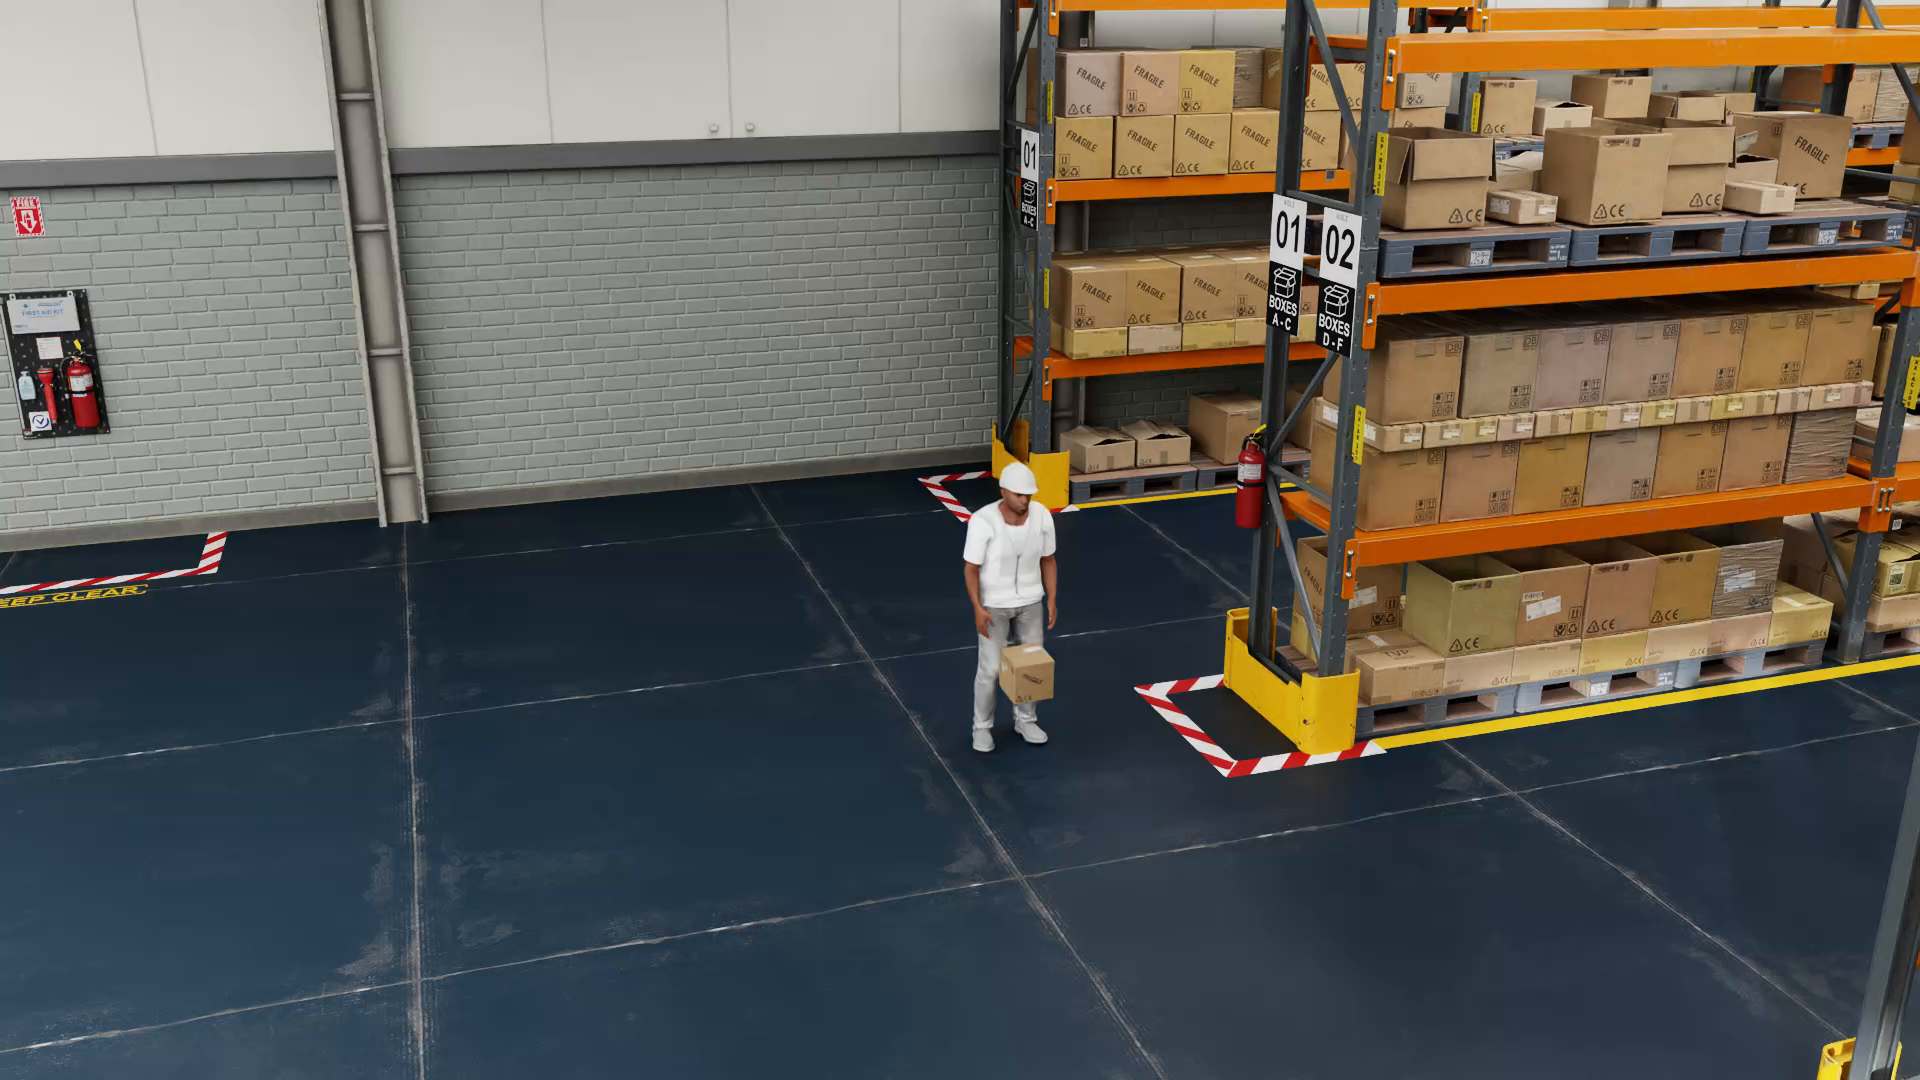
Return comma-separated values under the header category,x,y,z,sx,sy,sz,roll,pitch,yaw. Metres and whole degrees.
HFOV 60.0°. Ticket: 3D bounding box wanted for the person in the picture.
category,x,y,z,sx,sy,sz,roll,pitch,yaw
person,0.307,0.377,9.943,0.589,1.765,0.425,-7,20,-19
